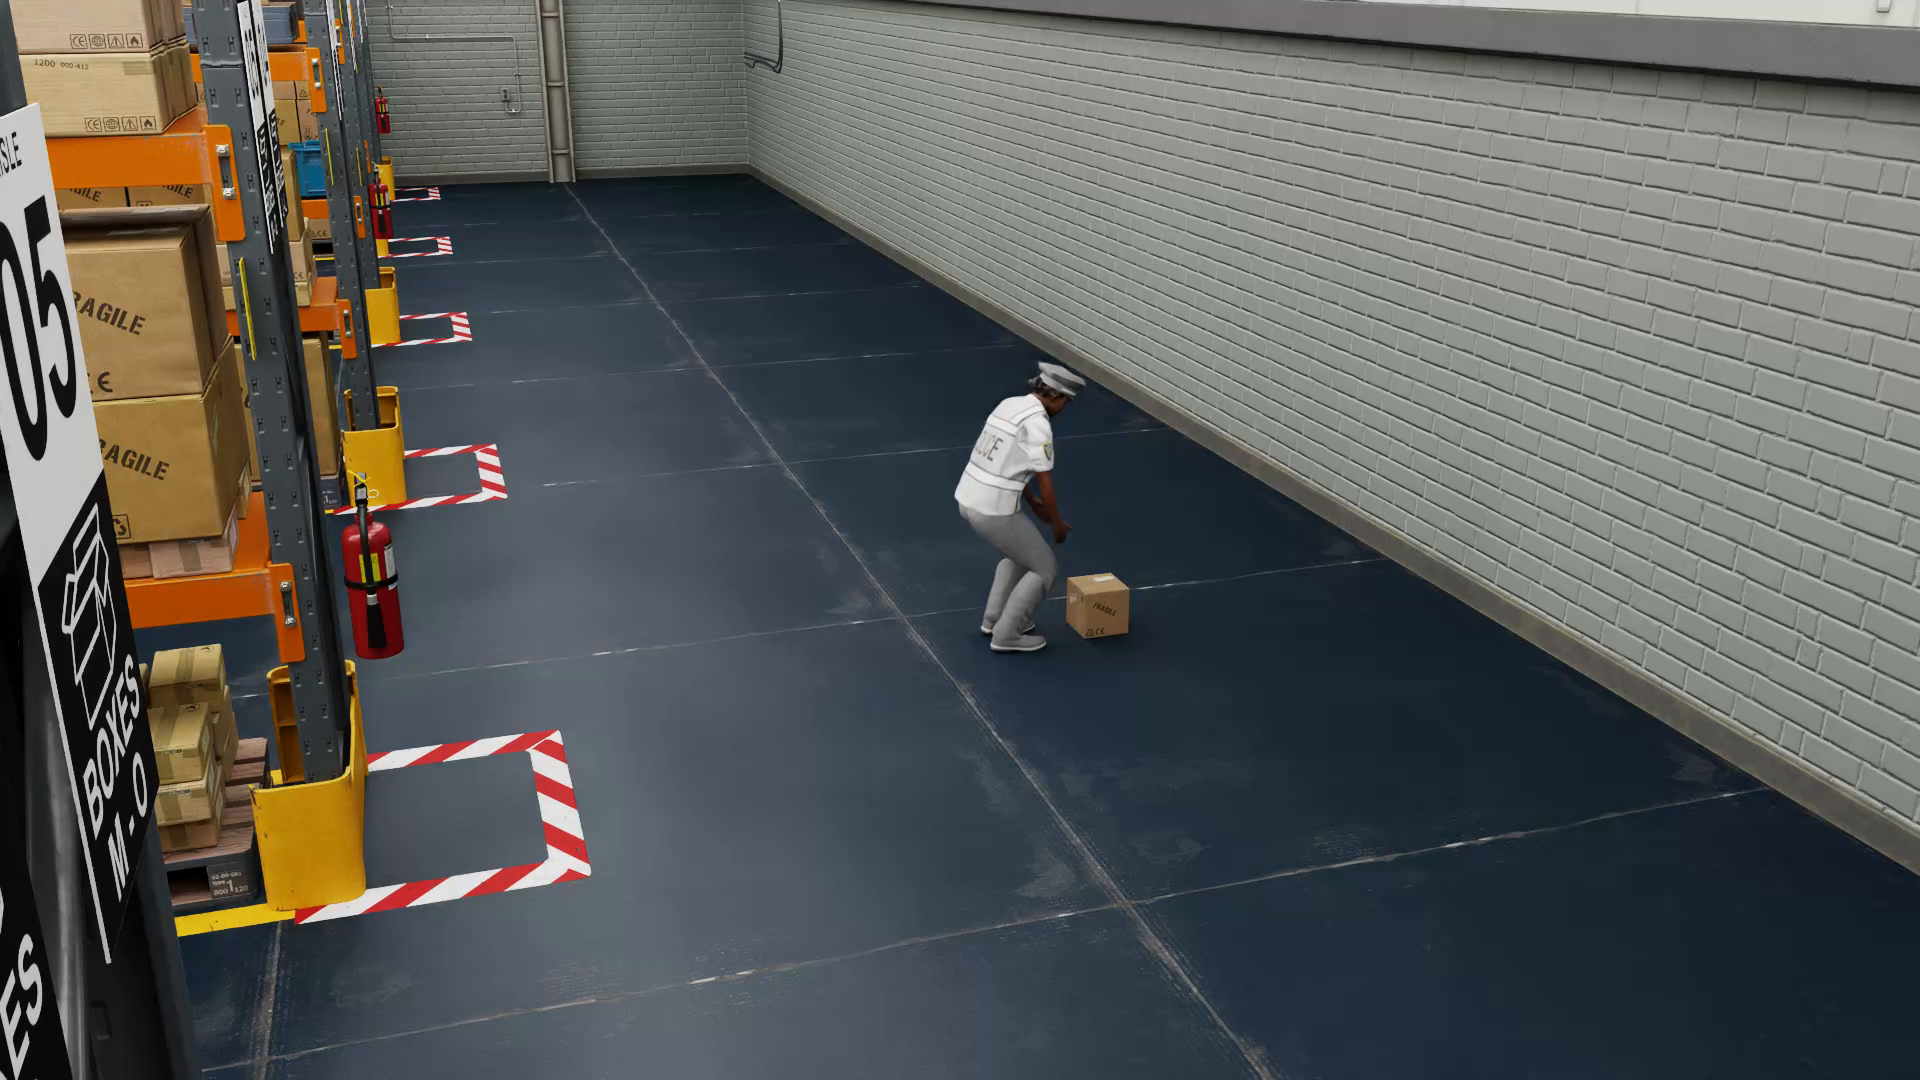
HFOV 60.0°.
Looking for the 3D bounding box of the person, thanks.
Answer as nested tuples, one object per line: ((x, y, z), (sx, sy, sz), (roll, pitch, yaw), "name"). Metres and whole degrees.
((0.404, 0.105, 8.517), (0.866, 0.847, 0.479), (-6, 20, -17), "person")
